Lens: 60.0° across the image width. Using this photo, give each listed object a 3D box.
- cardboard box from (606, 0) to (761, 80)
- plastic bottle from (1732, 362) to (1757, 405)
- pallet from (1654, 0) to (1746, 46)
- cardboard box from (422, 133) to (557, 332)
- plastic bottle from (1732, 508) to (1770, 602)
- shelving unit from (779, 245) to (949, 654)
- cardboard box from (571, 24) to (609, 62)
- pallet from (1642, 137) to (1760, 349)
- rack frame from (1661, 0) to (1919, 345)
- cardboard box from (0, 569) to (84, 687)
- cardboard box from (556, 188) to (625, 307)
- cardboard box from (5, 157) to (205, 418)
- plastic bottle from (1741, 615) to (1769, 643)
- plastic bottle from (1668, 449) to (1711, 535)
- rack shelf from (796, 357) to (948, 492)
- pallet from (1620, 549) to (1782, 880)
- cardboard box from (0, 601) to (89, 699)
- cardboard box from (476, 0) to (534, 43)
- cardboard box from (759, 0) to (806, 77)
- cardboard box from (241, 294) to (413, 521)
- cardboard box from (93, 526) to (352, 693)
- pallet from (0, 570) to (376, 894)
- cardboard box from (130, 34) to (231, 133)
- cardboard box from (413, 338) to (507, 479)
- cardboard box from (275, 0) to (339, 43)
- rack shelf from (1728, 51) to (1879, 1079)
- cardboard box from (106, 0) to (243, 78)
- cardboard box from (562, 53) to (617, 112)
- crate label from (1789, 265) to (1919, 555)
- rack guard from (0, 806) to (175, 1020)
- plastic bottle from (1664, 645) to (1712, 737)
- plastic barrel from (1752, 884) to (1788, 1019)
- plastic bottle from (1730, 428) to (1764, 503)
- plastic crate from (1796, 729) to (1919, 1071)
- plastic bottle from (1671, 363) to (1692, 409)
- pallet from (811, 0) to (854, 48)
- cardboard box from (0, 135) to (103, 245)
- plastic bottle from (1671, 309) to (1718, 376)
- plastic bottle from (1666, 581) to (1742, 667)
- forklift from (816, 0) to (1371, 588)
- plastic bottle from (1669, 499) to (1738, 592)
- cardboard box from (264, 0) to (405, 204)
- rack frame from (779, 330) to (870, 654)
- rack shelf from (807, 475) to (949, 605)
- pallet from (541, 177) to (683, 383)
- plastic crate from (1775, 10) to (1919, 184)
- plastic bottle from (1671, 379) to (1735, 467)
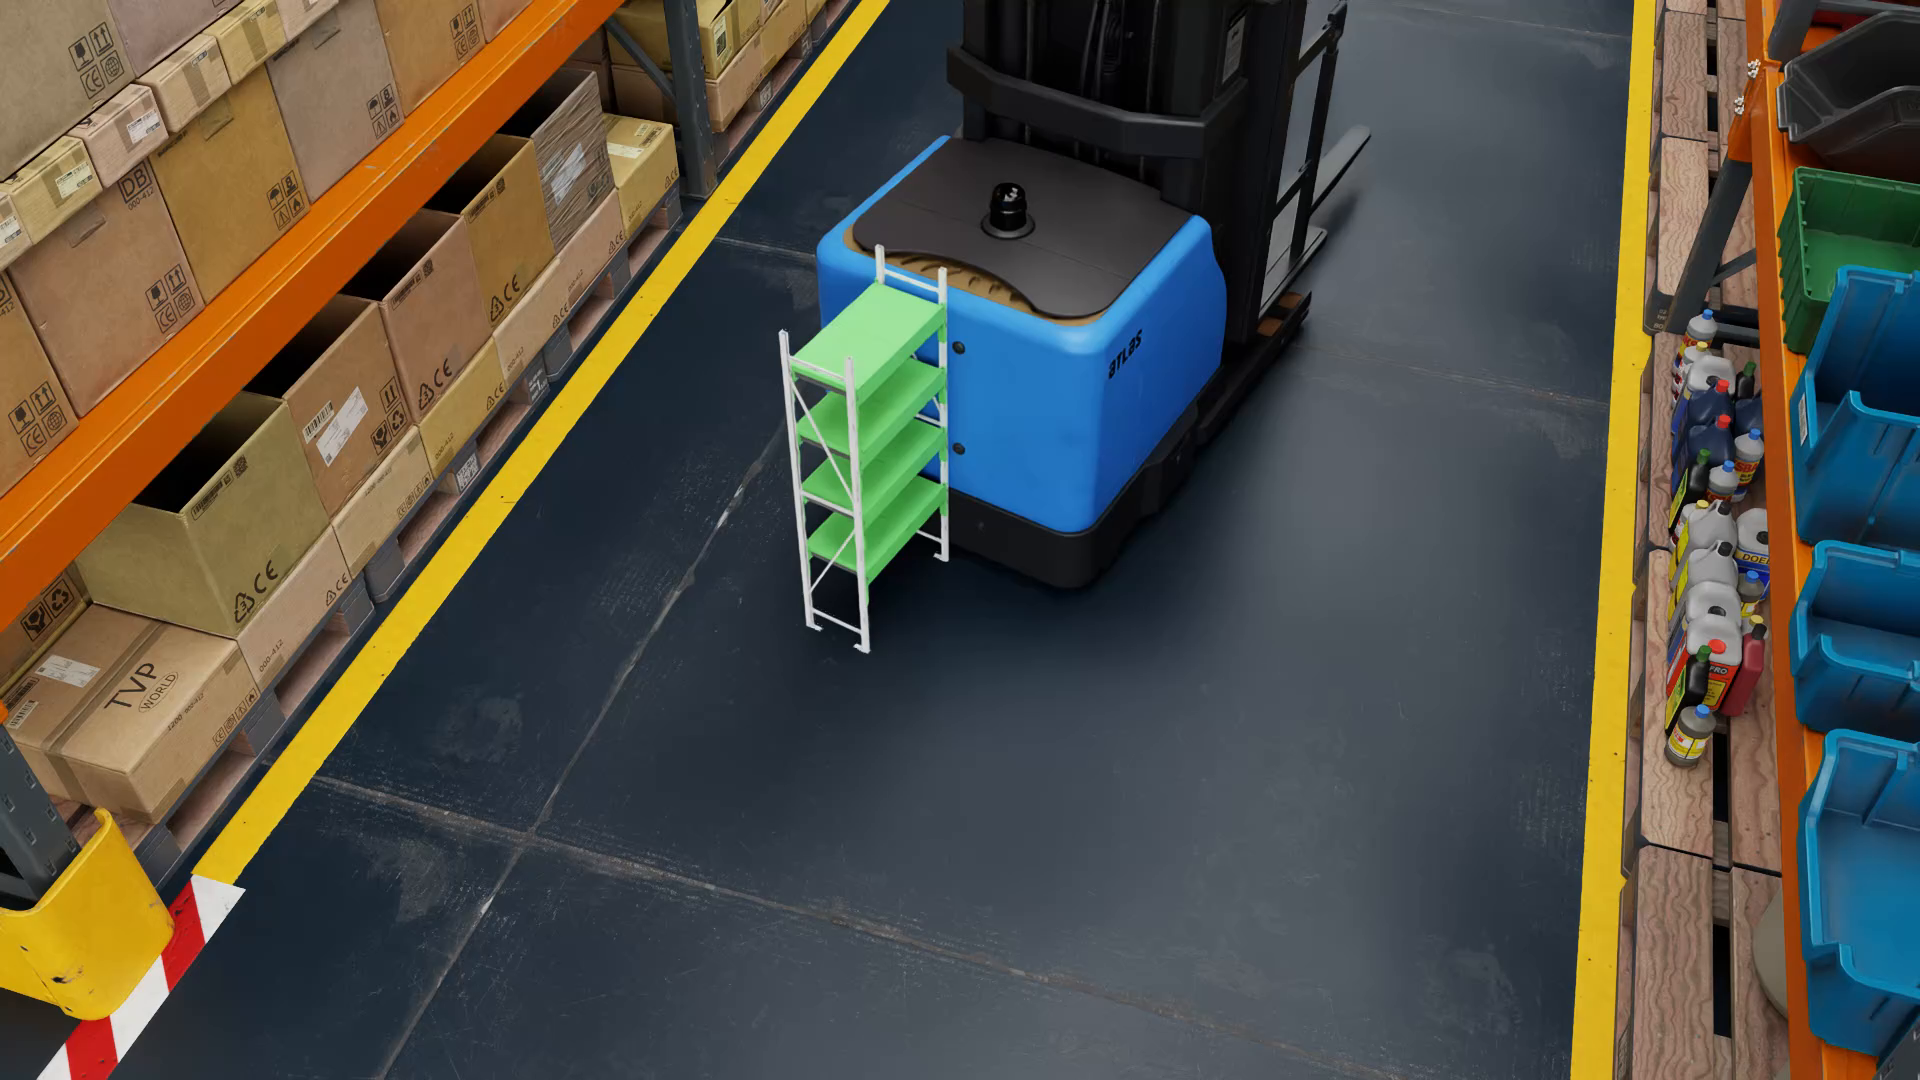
[{"bbox_3d":[-1.200,-2.288,7.209,0.500,0.311,0.500,13,46,13],"label":"cardboard box"},{"bbox_3d":[2.673,-0.470,5.713,0.061,0.283,0.133,13,46,13],"label":"plastic bottle"},{"bbox_3d":[4.097,-2.808,8.468,1.003,0.211,1.213,13,46,13],"label":"pallet"},{"bbox_3d":[-1.805,-1.113,5.872,0.500,0.500,0.500,13,46,13],"label":"cardboard box"},{"bbox_3d":[2.480,0.044,5.193,0.152,0.276,0.135,13,46,13],"label":"plastic bottle"},{"bbox_3d":[-0.271,-0.254,5.152,0.258,1.200,0.503,23,49,22],"label":"shelving unit"},{"bbox_3d":[-1.713,-2.396,7.319,0.500,0.311,0.500,13,46,13],"label":"cardboard box"},{"bbox_3d":[3.358,-1.181,6.806,1.003,0.211,1.213,13,46,13],"label":"pallet"},{"bbox_3d":[3.157,-1.646,5.288,1.000,3.000,0.127,13,46,13],"label":"rack frame"},{"bbox_3d":[-2.895,0.113,4.620,0.500,0.500,0.500,13,46,13],"label":"cardboard box"},{"bbox_3d":[-1.655,-1.179,6.475,0.500,0.250,0.500,13,46,13],"label":"cardboard box"},{"bbox_3d":[-2.466,-0.727,4.277,0.700,0.500,0.500,14,46,14],"label":"cardboard box"},{"bbox_3d":[2.353,0.305,4.980,0.097,0.201,0.097,0,44,0],"label":"plastic bottle"},{"bbox_3d":[2.371,-0.155,5.392,0.061,0.283,0.133,14,46,14],"label":"plastic bottle"},{"bbox_3d":[-0.271,-0.380,5.029,0.258,0.148,0.480,23,49,22],"label":"rack shelf"},{"bbox_3d":[2.547,0.605,4.981,1.003,0.211,1.213,13,46,13],"label":"pallet"},{"bbox_3d":[-2.893,0.381,4.882,0.500,0.250,0.500,13,46,13],"label":"cardboard box"},{"bbox_3d":[-1.844,-2.084,5.663,0.700,0.500,0.500,12,46,12],"label":"cardboard box"},{"bbox_3d":[-1.048,-2.422,7.746,0.500,0.250,0.500,14,46,14],"label":"cardboard box"},{"bbox_3d":[-2.110,-0.447,5.192,0.500,0.500,0.500,13,46,13],"label":"cardboard box"},{"bbox_3d":[-2.251,0.157,5.111,0.500,0.250,0.500,13,46,13],"label":"cardboard box"},{"bbox_3d":[-2.582,0.446,5.143,1.003,0.211,1.213,13,46,13],"label":"pallet"},{"bbox_3d":[-2.138,-1.204,4.300,0.380,0.149,0.250,11,45,11],"label":"cardboard box"},{"bbox_3d":[-1.943,-0.509,5.791,0.500,0.250,0.500,13,46,13],"label":"cardboard box"},{"bbox_3d":[-1.983,-1.540,4.643,0.380,0.149,0.250,13,46,13],"label":"cardboard box"},{"bbox_3d":[2.552,-0.056,4.177,1.077,0.370,4.000,13,46,13],"label":"rack shelf"},{"bbox_3d":[-2.298,-1.563,4.203,0.700,0.500,0.500,13,46,13],"label":"cardboard box"},{"bbox_3d":[-1.713,-2.203,7.522,0.500,0.250,0.500,12,46,12],"label":"cardboard box"},{"bbox_3d":[2.246,-0.277,3.863,0.502,0.435,0.616,13,46,13],"label":"crate label"},{"bbox_3d":[-2.781,0.878,4.495,1.175,0.500,0.348,13,46,13],"label":"rack guard"},{"bbox_3d":[2.102,0.435,4.789,0.061,0.283,0.133,14,46,13],"label":"plastic bottle"},{"bbox_3d":[2.224,0.970,4.092,0.421,0.512,0.421,0,44,0],"label":"plastic barrel"},{"bbox_3d":[2.589,-0.256,5.503,0.097,0.271,0.097,0,44,0],"label":"plastic bottle"},{"bbox_3d":[1.812,0.676,3.021,0.499,0.251,0.616,13,46,13],"label":"plastic crate"},{"bbox_3d":[2.581,-0.548,5.852,0.097,0.201,0.097,0,44,0],"label":"plastic bottle"},{"bbox_3d":[-1.009,-3.016,8.682,1.003,0.211,1.213,13,46,13],"label":"pallet"},{"bbox_3d":[-2.295,-0.858,3.946,0.380,0.149,0.250,13,46,13],"label":"cardboard box"},{"bbox_3d":[2.643,-0.709,5.966,0.097,0.271,0.097,0,44,0],"label":"plastic bottle"},{"bbox_3d":[2.229,0.265,4.968,0.152,0.276,0.135,11,46,11],"label":"plastic bottle"},{"bbox_3d":[0.727,-1.905,5.601,1.130,2.935,3.031,23,49,22],"label":"forklift"},{"bbox_3d":[2.332,0.003,5.182,0.144,0.351,0.185,12,46,12],"label":"plastic bottle"},{"bbox_3d":[-2.154,-1.408,4.973,0.700,0.500,0.500,14,46,14],"label":"cardboard box"},{"bbox_3d":[-0.398,-0.108,5.003,0.240,1.200,0.015,23,49,22],"label":"rack frame"},{"bbox_3d":[-0.271,-0.037,5.364,0.258,0.148,0.480,23,49,22],"label":"rack shelf"},{"bbox_3d":[-1.843,-1.180,6.805,1.003,0.211,1.213,13,46,13],"label":"pallet"},{"bbox_3d":[2.878,-1.302,4.980,0.767,0.338,0.504,13,46,13],"label":"plastic crate"},{"bbox_3d":[2.517,-0.407,5.600,0.144,0.351,0.185,14,46,14],"label":"plastic bottle"}]
